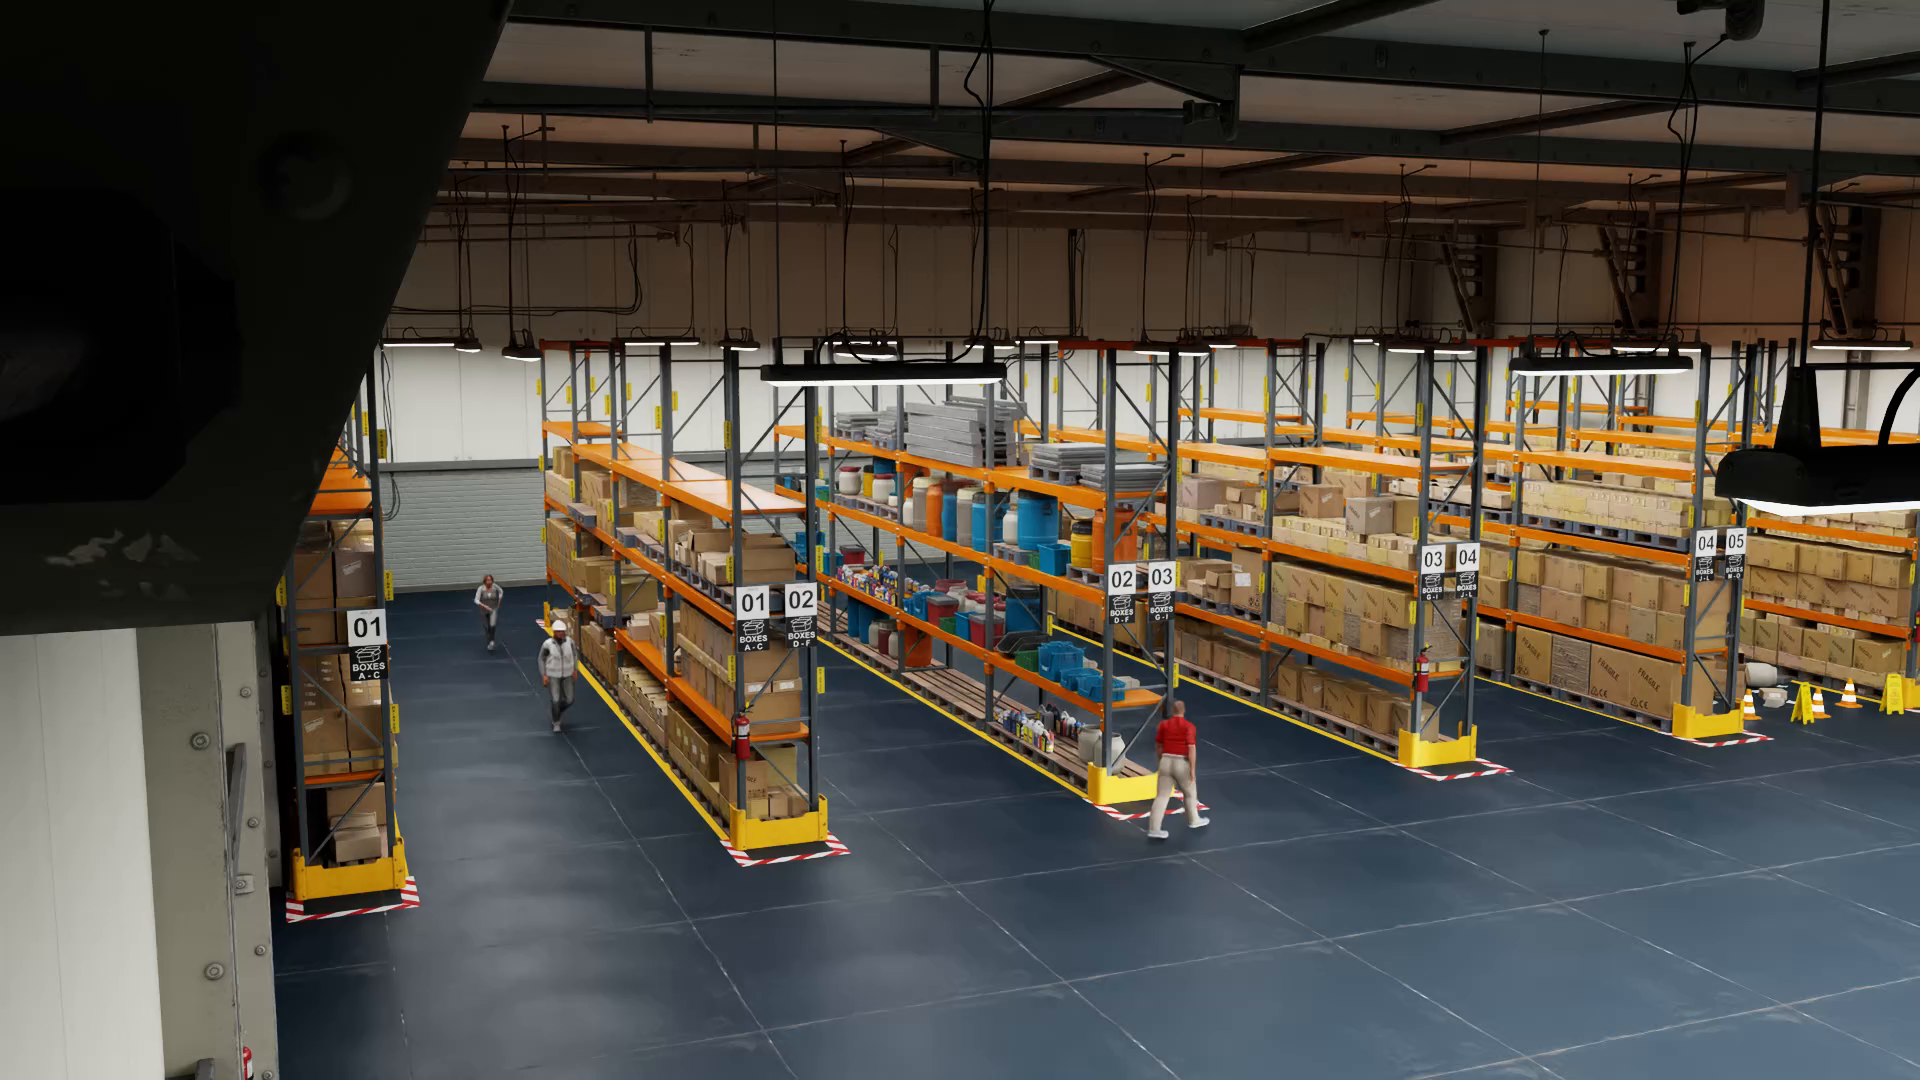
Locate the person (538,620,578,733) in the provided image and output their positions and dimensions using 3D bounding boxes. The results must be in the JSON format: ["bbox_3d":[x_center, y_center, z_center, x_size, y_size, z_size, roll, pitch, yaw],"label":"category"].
[{"bbox_3d":[-6.291,2.100,26.013,0.633,1.751,0.611,-4,8,-29],"label":"person"}]

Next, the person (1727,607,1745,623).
[{"bbox_3d":[16.033,1.057,34.231,0.447,1.666,0.525,-6,9,-37],"label":"person"}]

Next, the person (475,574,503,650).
[{"bbox_3d":[-9.112,1.381,32.202,0.507,1.514,0.786,-1,8,-11],"label":"person"}]

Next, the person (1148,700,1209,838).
[{"bbox_3d":[2.694,2.809,20.606,0.625,1.665,1.021,5,9,33],"label":"person"}]
